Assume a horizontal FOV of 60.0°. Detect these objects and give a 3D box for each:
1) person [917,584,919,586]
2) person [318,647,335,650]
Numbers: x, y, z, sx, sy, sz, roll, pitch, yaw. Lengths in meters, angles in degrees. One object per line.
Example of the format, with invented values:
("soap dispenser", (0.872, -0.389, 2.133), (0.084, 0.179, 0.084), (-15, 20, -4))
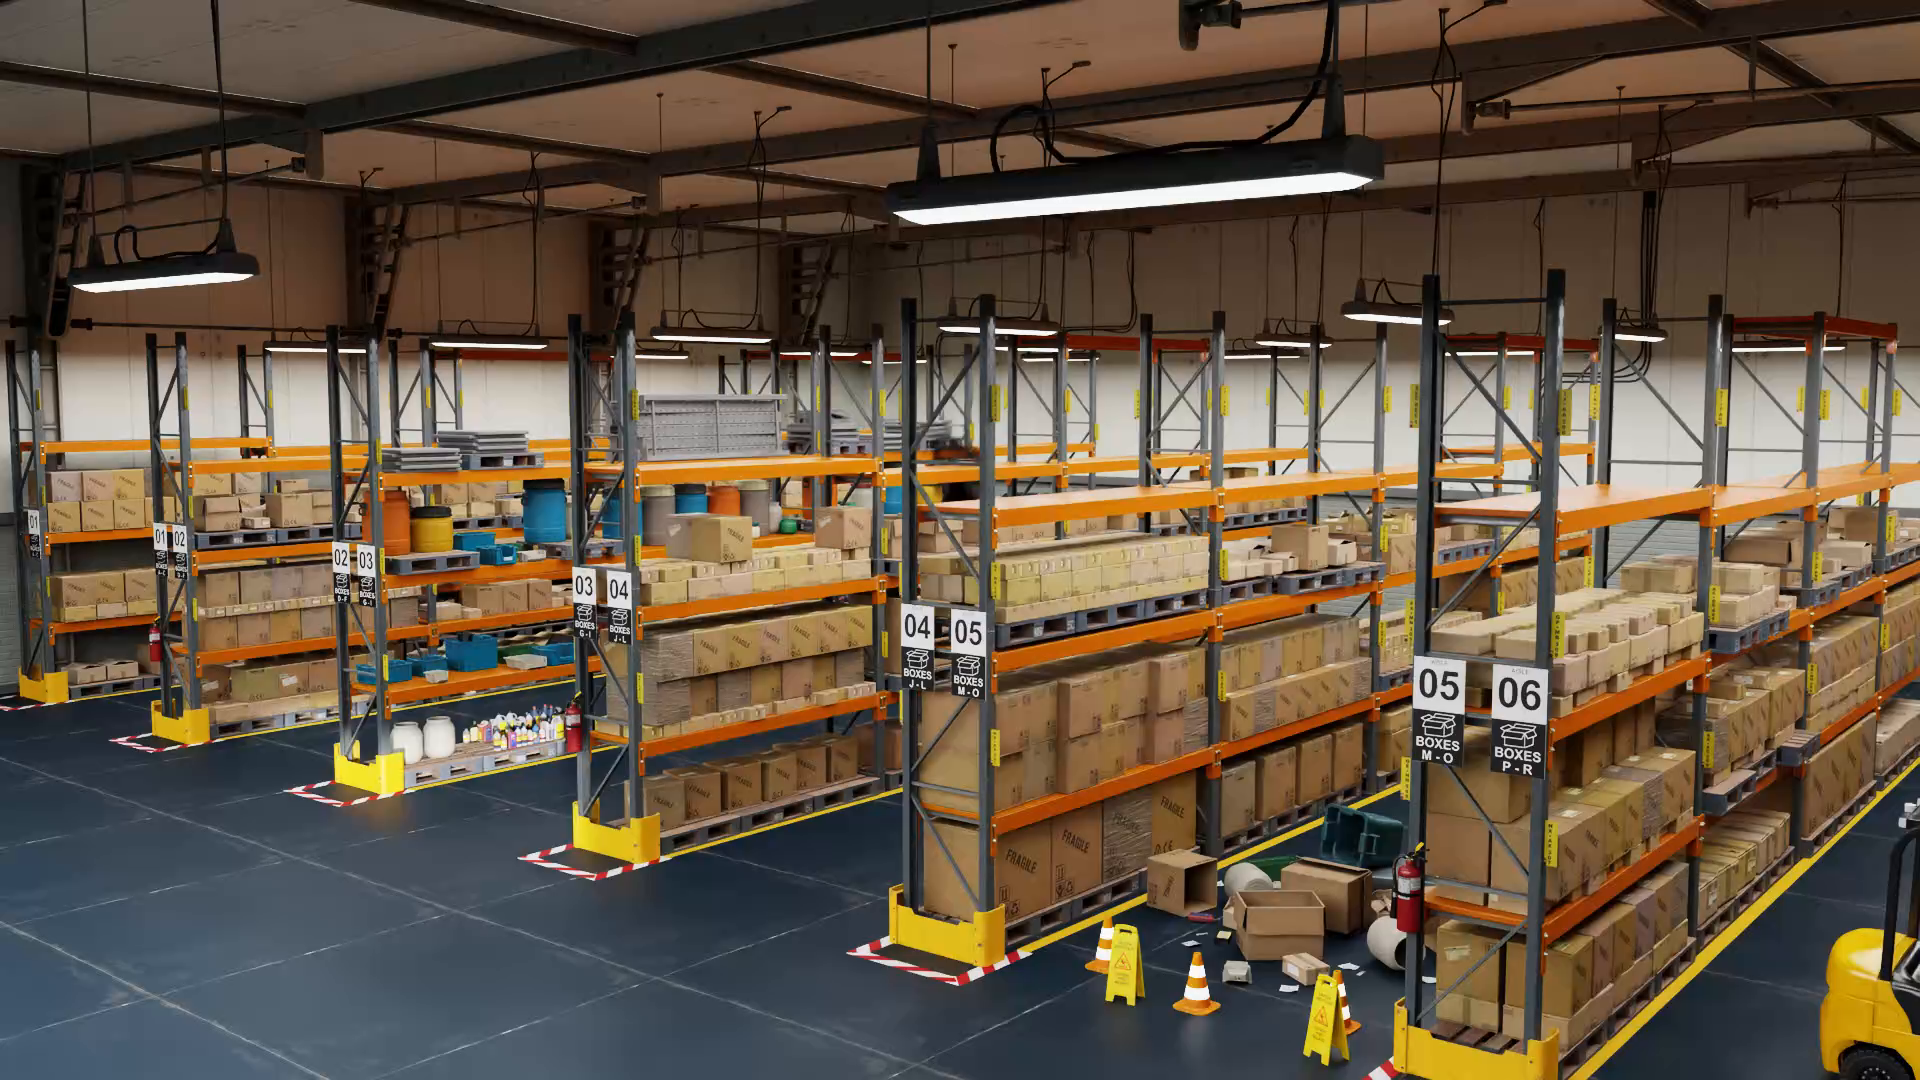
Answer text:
("person", (-0.881, 1.135, 35.261), (0.669, 1.754, 0.883), (3, 6, 33))
("person", (-10.765, 1.751, 28.148), (0.684, 1.763, 0.765), (4, 7, 38))
